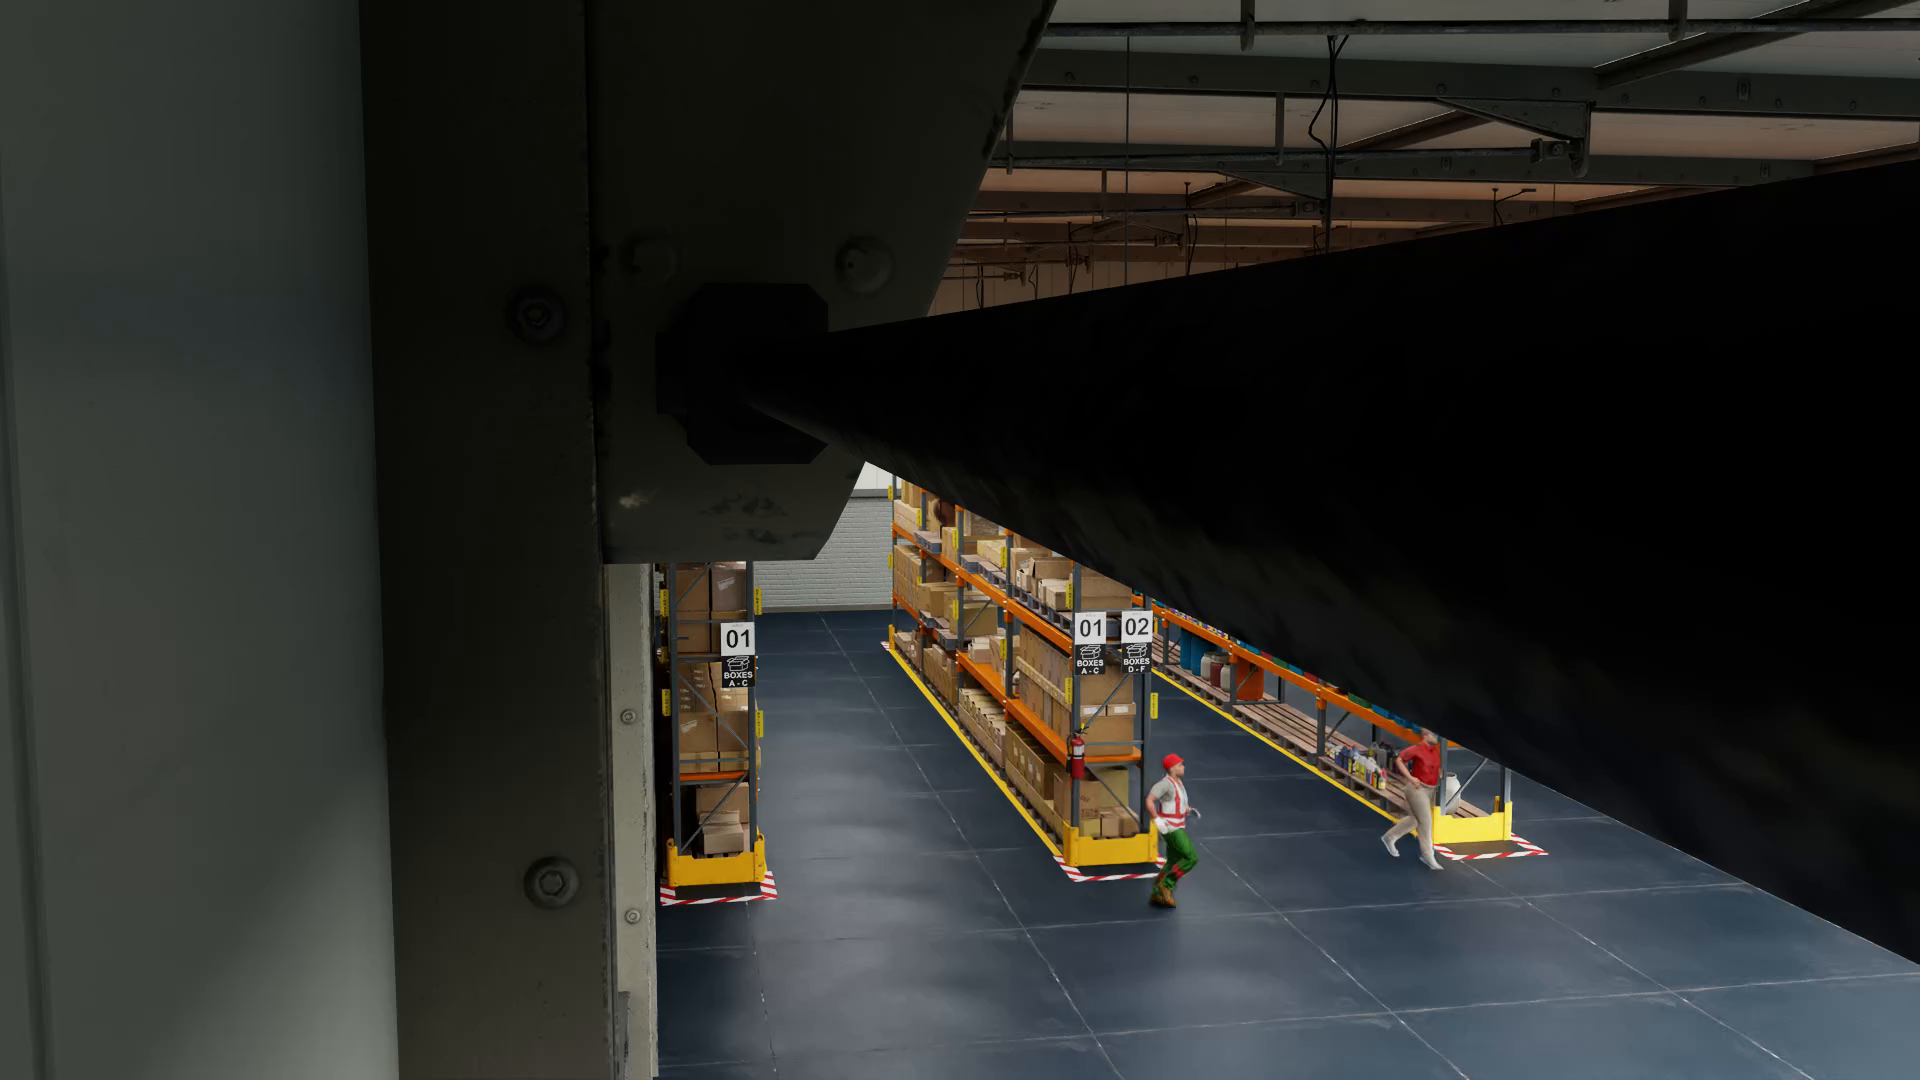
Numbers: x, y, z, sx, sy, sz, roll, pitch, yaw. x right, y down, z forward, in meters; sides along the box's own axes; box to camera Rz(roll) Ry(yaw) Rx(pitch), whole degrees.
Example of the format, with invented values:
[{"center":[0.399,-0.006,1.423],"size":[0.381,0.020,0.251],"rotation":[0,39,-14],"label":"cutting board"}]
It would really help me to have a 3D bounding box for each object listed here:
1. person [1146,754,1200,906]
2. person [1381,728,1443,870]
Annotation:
[{"center":[2.505,3.369,19.395],"size":[0.594,1.729,0.702],"rotation":[2,6,16],"label":"person"},{"center":[5.837,3.222,21.107],"size":[0.902,1.747,0.673],"rotation":[5,8,41],"label":"person"}]
